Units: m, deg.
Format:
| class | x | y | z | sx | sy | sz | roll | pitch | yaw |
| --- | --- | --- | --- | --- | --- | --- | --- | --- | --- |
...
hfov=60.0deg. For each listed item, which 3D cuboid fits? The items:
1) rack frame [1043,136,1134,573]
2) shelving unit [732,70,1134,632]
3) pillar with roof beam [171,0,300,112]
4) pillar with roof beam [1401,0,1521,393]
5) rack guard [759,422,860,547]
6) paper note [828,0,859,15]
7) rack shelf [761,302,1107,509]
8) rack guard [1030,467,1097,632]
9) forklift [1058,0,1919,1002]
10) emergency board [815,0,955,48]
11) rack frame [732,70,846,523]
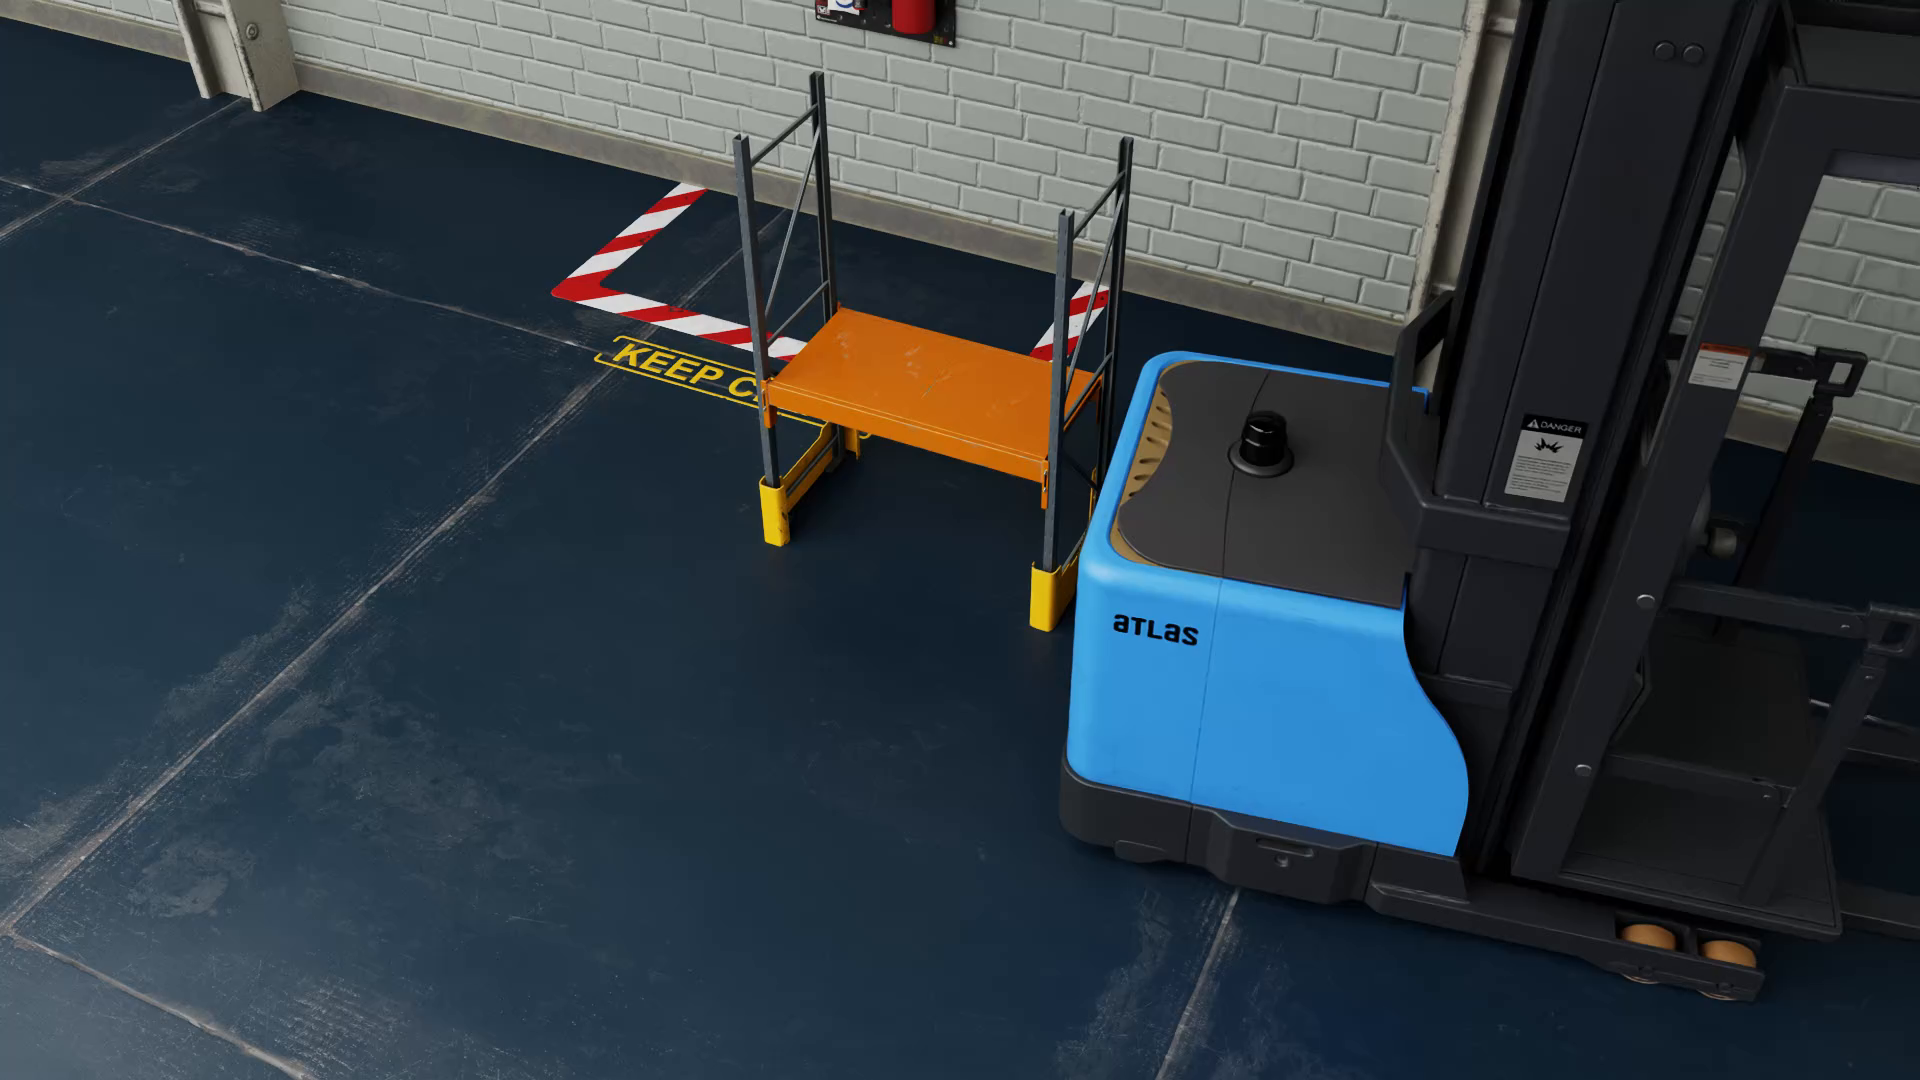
| class | x | y | z | sx | sy | sz | roll | pitch | yaw |
| --- | --- | --- | --- | --- | --- | --- | --- | --- | --- |
| rack frame | 0.383 | -0.450 | 5.124 | 0.032 | 1.500 | 0.500 | 17 | 44 | 19 |
| shelving unit | -0.069 | -0.588 | 5.283 | 1.083 | 1.500 | 0.587 | 17 | 44 | 19 |
| pillar with roof beam | -5.370 | -3.097 | 2.453 | 0.400 | 9.000 | 9.100 | 17 | 44 | 19 |
| pillar with roof beam | 0.067 | -1.436 | 0.536 | 0.400 | 9.000 | 9.100 | 17 | 44 | 19 |
| rack guard | -0.520 | -0.253 | 5.852 | 0.087 | 0.250 | 0.587 | 17 | 44 | 19 |
| paper note | -0.467 | -2.188 | 6.657 | 0.142 | 0.148 | 0.016 | 17 | 44 | 19 |
| rack shelf | -0.077 | -0.454 | 5.404 | 1.000 | 0.185 | 0.538 | 17 | 44 | 19 |
| rack guard | 0.382 | 0.022 | 5.533 | 0.087 | 0.250 | 0.587 | 17 | 44 | 19 |
| forklift | 1.856 | -0.291 | 3.848 | 3.031 | 2.935 | 1.130 | 10 | 42 | 12 |
| emergency board | -0.336 | -2.431 | 6.264 | 0.643 | 1.169 | 0.194 | 17 | 44 | 19 |
| rack frame | -0.538 | -0.731 | 5.448 | 0.032 | 1.500 | 0.500 | 17 | 44 | 19 |
